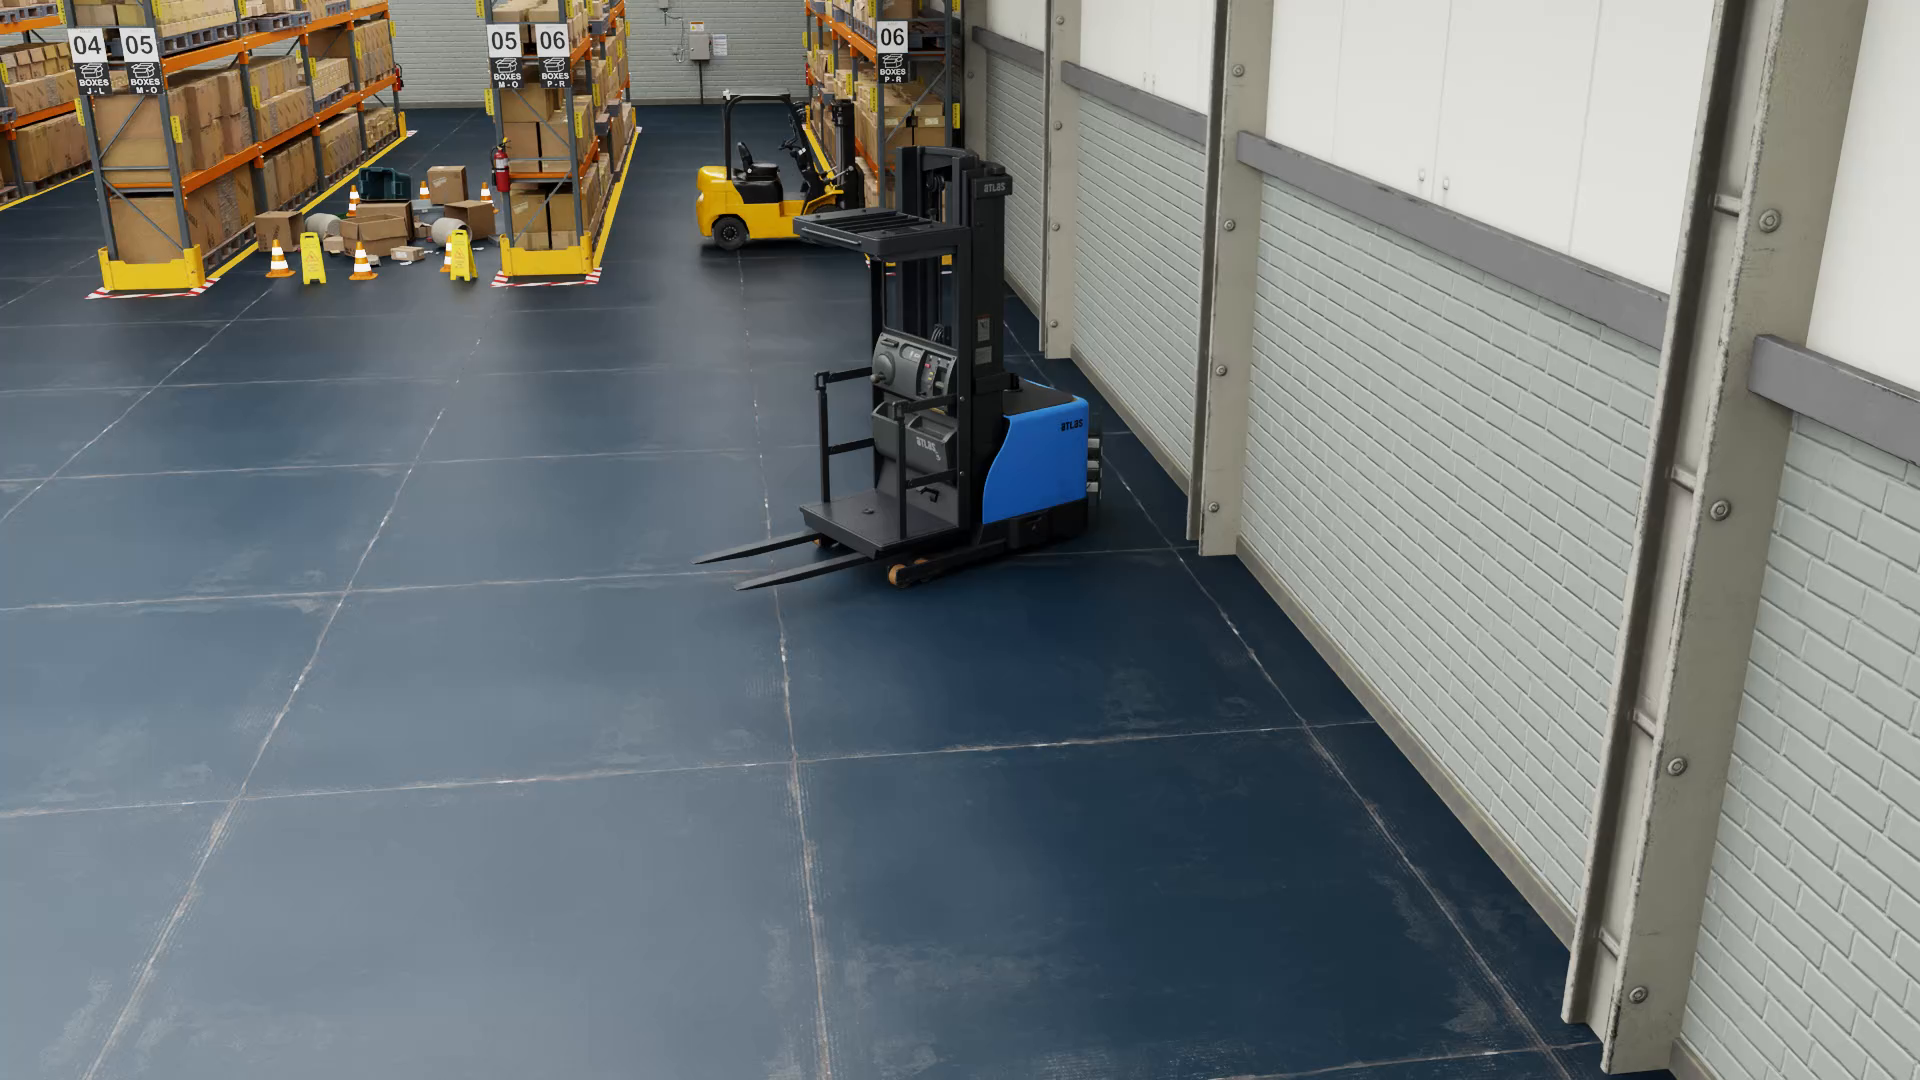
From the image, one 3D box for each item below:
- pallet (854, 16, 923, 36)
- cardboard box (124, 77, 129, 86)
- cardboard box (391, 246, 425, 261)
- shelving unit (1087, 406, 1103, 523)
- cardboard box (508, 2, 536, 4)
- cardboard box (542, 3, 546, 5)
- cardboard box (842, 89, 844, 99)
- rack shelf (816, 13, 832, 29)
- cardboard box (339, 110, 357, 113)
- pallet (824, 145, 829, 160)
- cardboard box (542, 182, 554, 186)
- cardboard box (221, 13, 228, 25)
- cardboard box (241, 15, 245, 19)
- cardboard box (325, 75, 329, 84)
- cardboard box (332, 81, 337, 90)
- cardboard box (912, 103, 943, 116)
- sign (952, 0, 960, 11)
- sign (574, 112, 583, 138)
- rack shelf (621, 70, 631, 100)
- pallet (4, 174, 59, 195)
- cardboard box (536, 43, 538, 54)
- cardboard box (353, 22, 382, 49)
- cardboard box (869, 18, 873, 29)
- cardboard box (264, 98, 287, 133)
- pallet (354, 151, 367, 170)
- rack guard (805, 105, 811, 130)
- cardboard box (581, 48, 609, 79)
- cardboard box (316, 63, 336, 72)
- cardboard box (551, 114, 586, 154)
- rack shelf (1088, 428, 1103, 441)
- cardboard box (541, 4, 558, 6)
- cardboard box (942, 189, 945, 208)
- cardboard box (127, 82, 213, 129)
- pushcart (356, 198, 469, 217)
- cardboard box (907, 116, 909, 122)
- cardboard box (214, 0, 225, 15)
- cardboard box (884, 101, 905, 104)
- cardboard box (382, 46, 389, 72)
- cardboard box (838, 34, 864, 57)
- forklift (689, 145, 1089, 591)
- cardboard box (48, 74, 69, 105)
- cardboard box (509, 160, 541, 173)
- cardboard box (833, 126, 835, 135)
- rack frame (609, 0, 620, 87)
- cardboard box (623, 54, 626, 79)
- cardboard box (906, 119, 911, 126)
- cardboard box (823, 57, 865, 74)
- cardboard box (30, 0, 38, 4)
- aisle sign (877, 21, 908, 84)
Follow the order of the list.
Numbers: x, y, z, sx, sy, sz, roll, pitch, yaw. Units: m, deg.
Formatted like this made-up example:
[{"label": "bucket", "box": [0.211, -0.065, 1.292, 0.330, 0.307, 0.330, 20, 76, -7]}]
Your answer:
[{"label": "pallet", "box": [-1.033, -7.685, 24.845, 1.003, 0.211, 1.213, -3, 21, -8]}, {"label": "cardboard box", "box": [-17.032, -9.265, 33.595, 0.380, 0.149, 0.250, -3, 21, -7]}, {"label": "cardboard box", "box": [-7.704, -3.995, 23.200, 0.380, 0.149, 0.250, 8, 22, 20]}, {"label": "shelving unit", "box": [0.980, -0.591, 13.012, 0.258, 0.900, 0.210, 1, 21, 3]}, {"label": "cardboard box", "box": [-6.129, -7.451, 23.311, 0.380, 0.149, 0.250, -3, 21, -9]}, {"label": "cardboard box", "box": [-6.321, -8.090, 25.417, 0.500, 0.250, 0.500, -3, 21, -9]}, {"label": "cardboard box", "box": [-1.709, -7.467, 27.922, 0.500, 0.250, 0.500, -3, 21, -7]}, {"label": "rack shelf", "box": [-2.047, -9.761, 31.304, 1.077, 0.370, 4.000, -3, 21, -8]}, {"label": "cardboard box", "box": [-12.899, -8.992, 35.129, 0.380, 0.149, 0.250, -3, 21, -8]}, {"label": "pallet", "box": [-2.181, -7.799, 33.296, 1.003, 0.211, 1.213, -3, 21, -8]}, {"label": "cardboard box", "box": [-6.035, -4.859, 23.695, 0.500, 0.500, 0.500, -3, 21, -9]}, {"label": "cardboard box", "box": [-10.533, -7.324, 23.366, 0.380, 0.149, 0.250, -3, 21, -7]}, {"label": "cardboard box", "box": [-10.817, -7.887, 24.706, 0.258, 0.266, 0.396, -3, 21, -9]}, {"label": "cardboard box", "box": [-11.612, -8.306, 30.001, 0.380, 0.149, 0.250, -3, 21, -8]}, {"label": "cardboard box", "box": [-11.686, -8.350, 30.543, 0.380, 0.149, 0.250, -2, 21, -5]}, {"label": "cardboard box", "box": [-0.442, -5.848, 22.590, 0.380, 0.149, 0.250, -3, 21, -9]}, {"label": "sign", "box": [-0.055, -7.108, 21.811, 0.100, 0.325, 0.005, -3, 21, -8]}, {"label": "sign", "box": [-4.980, -5.412, 21.681, 0.100, 0.325, 0.005, -3, 21, -8]}, {"label": "rack shelf", "box": [-7.535, -9.489, 34.863, 1.077, 0.370, 4.000, -3, 21, -8]}, {"label": "pallet", "box": [-16.516, -6.219, 29.066, 1.003, 0.211, 1.213, -3, 21, -8]}, {"label": "cardboard box", "box": [-5.370, -6.484, 21.861, 0.380, 0.149, 0.250, -4, 21, -9]}, {"label": "cardboard box", "box": [-12.238, -10.388, 34.244, 0.500, 0.500, 0.500, -2, 21, -5]}, {"label": "cardboard box", "box": [-1.025, -7.033, 22.588, 0.380, 0.149, 0.250, -4, 21, -9]}, {"label": "cardboard box", "box": [-10.930, -6.670, 26.144, 0.500, 0.500, 0.500, -3, 21, -8]}, {"label": "pallet", "box": [-12.017, -7.273, 31.888, 1.003, 0.211, 1.213, -3, 21, -8]}, {"label": "rack guard", "box": [-2.901, -9.573, 37.632, 1.175, 0.500, 0.348, -3, 21, -8]}, {"label": "cardboard box", "box": [-6.499, -8.447, 29.473, 0.500, 0.500, 0.500, -4, 21, -10]}, {"label": "cardboard box", "box": [-11.734, -8.719, 30.682, 0.380, 0.149, 0.250, -4, 21, -10]}, {"label": "cardboard box", "box": [-5.388, -5.522, 22.646, 0.500, 0.500, 0.500, -2, 21, -6]}, {"label": "rack shelf", "box": [0.980, -0.813, 12.930, 0.258, 0.077, 0.200, 1, 21, 3]}, {"label": "cardboard box", "box": [-5.554, -7.302, 22.911, 0.380, 0.149, 0.250, -2, 21, -7]}, {"label": "cardboard box", "box": [-0.487, -4.783, 23.137, 0.500, 0.250, 0.500, -3, 21, -9]}, {"label": "cardboard box", "box": [-10.532, -5.787, 22.166, 0.875, 0.550, 0.550, -3, 21, -8]}, {"label": "pushcart", "box": [-8.342, -5.003, 25.572, 1.648, 0.377, 0.936, -11, 23, -26]}, {"label": "cardboard box", "box": [-0.526, -5.882, 23.108, 0.380, 0.149, 0.250, -3, 21, -9]}, {"label": "cardboard box", "box": [-10.579, -7.464, 23.173, 0.500, 0.250, 0.500, -3, 21, -8]}, {"label": "cardboard box", "box": [-0.932, -5.918, 22.778, 0.380, 0.149, 0.250, -3, 21, -8]}, {"label": "cardboard box", "box": [-12.318, -10.099, 34.900, 0.500, 0.500, 0.500, -3, 21, -9]}, {"label": "cardboard box", "box": [-2.287, -10.335, 34.817, 0.500, 0.500, 0.500, -3, 21, -9]}, {"label": "forklift", "box": [-0.497, -1.241, 11.851, 3.031, 2.935, 1.130, -15, 25, -34]}, {"label": "cardboard box", "box": [-16.569, -8.180, 30.188, 0.500, 0.500, 0.500, -3, 21, -8]}, {"label": "cardboard box", "box": [-5.782, -4.980, 22.121, 0.380, 0.149, 0.250, -2, 21, -6]}, {"label": "cardboard box", "box": [-2.150, -7.581, 30.772, 0.380, 0.149, 0.250, -4, 21, -11]}, {"label": "rack frame", "box": [-7.247, -9.134, 32.884, 1.000, 3.000, 0.127, -3, 21, -8]}, {"label": "cardboard box", "box": [-7.263, -9.881, 34.743, 0.500, 0.500, 0.500, -2, 21, -6]}, {"label": "cardboard box", "box": [-0.499, -5.642, 23.392, 0.500, 0.500, 0.500, -2, 21, -6]}, {"label": "cardboard box", "box": [-2.177, -8.801, 31.246, 0.797, 0.503, 0.637, -3, 21, -9]}, {"label": "cardboard box", "box": [-16.984, -9.810, 29.934, 0.500, 0.311, 0.500, -4, 21, -10]}, {"label": "aisle sign", "box": [-0.887, -6.411, 21.878, 0.394, 0.787, 0.004, -3, 21, -8]}]
